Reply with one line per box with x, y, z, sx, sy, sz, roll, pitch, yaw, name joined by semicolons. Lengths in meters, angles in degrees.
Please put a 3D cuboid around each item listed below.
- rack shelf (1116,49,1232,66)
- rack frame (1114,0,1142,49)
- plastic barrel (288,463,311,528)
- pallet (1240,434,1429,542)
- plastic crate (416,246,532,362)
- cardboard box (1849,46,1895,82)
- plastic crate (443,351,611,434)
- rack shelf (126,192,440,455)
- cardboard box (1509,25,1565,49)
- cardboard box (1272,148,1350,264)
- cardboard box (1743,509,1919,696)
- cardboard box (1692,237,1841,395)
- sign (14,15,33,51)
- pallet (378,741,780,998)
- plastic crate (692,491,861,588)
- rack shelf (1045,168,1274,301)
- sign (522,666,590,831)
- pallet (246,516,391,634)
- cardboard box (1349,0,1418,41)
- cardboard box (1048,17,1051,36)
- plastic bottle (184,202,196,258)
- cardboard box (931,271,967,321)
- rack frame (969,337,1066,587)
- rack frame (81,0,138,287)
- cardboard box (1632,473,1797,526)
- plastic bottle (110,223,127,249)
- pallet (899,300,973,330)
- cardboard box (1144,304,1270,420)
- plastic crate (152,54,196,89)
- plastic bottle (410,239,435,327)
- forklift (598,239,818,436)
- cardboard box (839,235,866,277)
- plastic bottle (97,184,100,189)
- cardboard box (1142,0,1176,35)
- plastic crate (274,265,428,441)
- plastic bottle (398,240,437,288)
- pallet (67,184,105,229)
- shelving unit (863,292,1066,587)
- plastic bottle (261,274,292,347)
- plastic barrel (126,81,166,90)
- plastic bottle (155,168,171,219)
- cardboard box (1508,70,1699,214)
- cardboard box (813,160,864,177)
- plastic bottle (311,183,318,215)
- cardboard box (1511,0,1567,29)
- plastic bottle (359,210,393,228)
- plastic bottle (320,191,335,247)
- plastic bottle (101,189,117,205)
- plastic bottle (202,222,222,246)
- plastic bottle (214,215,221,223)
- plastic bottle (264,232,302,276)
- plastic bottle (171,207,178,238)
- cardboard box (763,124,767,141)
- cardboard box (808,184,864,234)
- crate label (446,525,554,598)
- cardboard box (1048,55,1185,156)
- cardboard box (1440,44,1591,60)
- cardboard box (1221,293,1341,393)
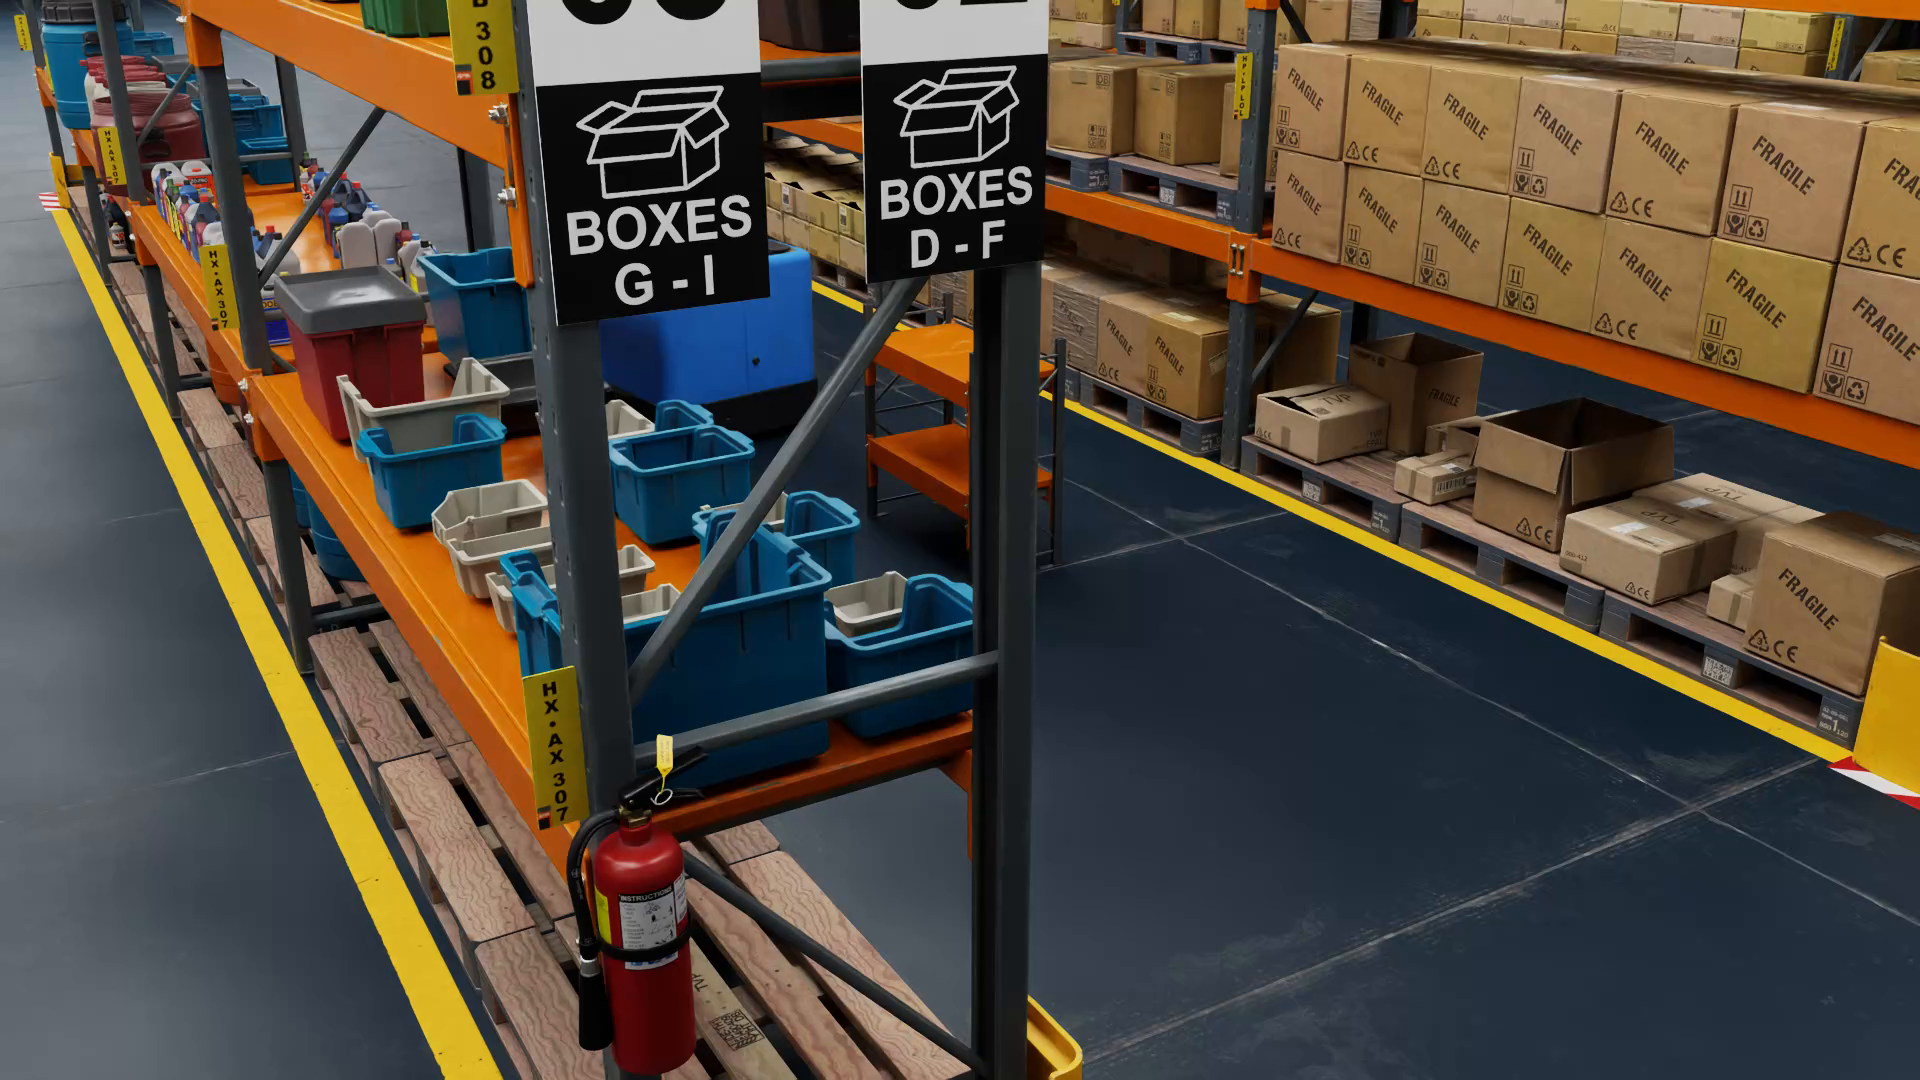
3.112;-4.450;16.231;1.077;0.370;4.000;-13;25;-28;rack shelf
2.090;-5.431;17.689;1.000;3.000;0.127;-13;25;-28;rack frame
-2.965;-0.566;7.950;0.600;0.901;0.708;-13;25;-28;plastic barrel
2.270;-0.372;8.948;1.003;0.211;1.213;-13;25;-28;pallet
-1.808;-0.870;6.410;0.392;0.384;0.575;-13;25;-28;plastic crate
6.158;-3.232;11.724;0.500;0.500;0.500;-14;26;-30;cardboard box
-1.537;-0.525;5.905;0.437;0.125;0.590;-13;25;-28;plastic crate
-3.362;-1.249;8.357;1.077;0.370;4.000;-13;25;-28;rack shelf
4.674;-3.791;13.099;0.500;0.500;0.500;-13;25;-28;cardboard box
1.946;-1.716;8.416;0.500;0.500;0.500;-12;25;-27;cardboard box
3.474;0.234;6.489;0.500;0.500;0.500;-13;25;-28;cardboard box
3.233;-0.898;6.405;0.500;0.500;0.500;-12;25;-28;cardboard box
-8.945;-4.844;15.877;0.100;0.325;0.005;-13;25;-28;sign
-1.304;0.982;5.614;1.003;0.211;1.213;-13;25;-28;pallet
-0.476;0.053;4.340;0.416;0.233;0.300;-13;25;-28;plastic crate
0.898;-2.201;10.698;1.077;0.370;4.000;-13;25;-28;rack shelf
-0.762;0.395;3.139;0.100;0.325;0.005;-13;25;-28;sign
-2.698;0.099;7.788;1.003;0.211;1.213;-13;25;-28;pallet
3.885;-4.536;14.771;0.700;0.500;0.500;-16;27;-34;cardboard box
1.070;-5.788;18.741;0.500;0.250;0.500;-13;25;-29;cardboard box
-3.815;-1.552;8.316;0.097;0.271;0.097;0;22;0;plastic bottle
0.136;-1.857;11.632;0.500;0.500;0.500;-14;26;-30;cardboard box
0.263;-0.354;7.689;0.500;1.125;0.032;-13;25;-28;rack frame
-6.427;-3.525;13.000;1.000;3.000;0.127;-13;25;-28;rack frame
3.419;-0.076;7.583;0.500;0.250;0.500;-13;25;-28;cardboard box
-6.880;-2.490;13.586;0.097;0.201;0.097;0;22;0;plastic bottle
0.226;-1.641;12.068;1.003;0.211;1.213;-13;25;-28;pallet
1.422;-1.037;9.615;0.500;0.500;0.500;-13;25;-29;cardboard box
-5.916;-3.457;12.747;0.402;0.464;0.583;-13;25;-28;plastic crate
-2.262;-1.102;7.104;0.144;0.351;0.185;-13;25;-28;plastic bottle
-2.167;-2.343;10.183;1.130;2.935;3.031;-17;28;-36;forklift
-0.602;-2.226;12.898;0.500;0.250;0.500;-12;25;-27;cardboard box
-7.812;-3.113;15.026;0.097;0.271;0.097;0;22;0;plastic bottle
2.321;-5.509;17.165;0.700;0.500;0.500;-13;25;-28;cardboard box
-2.100;-0.656;5.776;0.402;0.464;0.583;-13;25;-28;plastic crate
-2.436;-1.219;7.493;0.152;0.276;0.135;-13;25;-28;plastic bottle
-7.980;-3.249;16.023;1.003;0.211;1.213;-13;25;-28;pallet
0.003;-0.519;8.094;0.538;1.125;1.048;-13;25;-28;shelving unit
-2.819;-0.943;6.813;0.152;0.276;0.135;-13;25;-28;plastic bottle
-5.308;-2.710;10.847;0.421;0.512;0.421;0;22;0;plastic barrel
-4.405;-1.926;9.236;0.097;0.271;0.097;0;22;0;plastic bottle
2.710;-1.689;7.023;0.500;0.500;0.500;-12;25;-27;cardboard box
-0.935;-3.089;14.276;0.500;0.311;0.500;-13;25;-29;cardboard box
-3.599;-1.942;9.370;0.097;0.201;0.097;0;22;0;plastic bottle
4.678;-4.145;12.976;0.500;0.250;0.500;-12;25;-28;cardboard box
-2.841;-1.476;8.123;0.152;0.276;0.135;-13;25;-28;plastic bottle
-3.256;-1.670;8.591;0.061;0.283;0.133;-13;25;-28;plastic bottle
-7.266;-2.821;14.203;0.144;0.351;0.185;-13;25;-29;plastic bottle
-3.451;-1.343;7.798;0.152;0.276;0.135;-13;25;-28;plastic bottle
-3.549;-1.428;8.013;0.097;0.271;0.097;0;22;0;plastic bottle
-2.967;-1.175;7.284;0.144;0.351;0.185;-13;25;-28;plastic bottle
-4.100;-1.700;8.775;0.097;0.201;0.097;0;22;0;plastic bottle
-2.134;-3.955;16.156;0.500;0.500;0.500;-13;25;-28;cardboard box
-0.874;-2.651;13.200;0.500;0.311;0.500;-13;26;-29;cardboard box
-1.168;0.043;4.493;0.396;0.136;0.243;-13;25;-28;crate label
0.965;-2.688;10.250;0.500;0.500;0.700;20;30;41;cardboard box
2.665;-2.117;8.076;0.500;0.500;0.500;-13;26;-29;cardboard box
1.882;-1.136;9.859;0.500;0.500;0.500;-14;26;-31;cardboard box
